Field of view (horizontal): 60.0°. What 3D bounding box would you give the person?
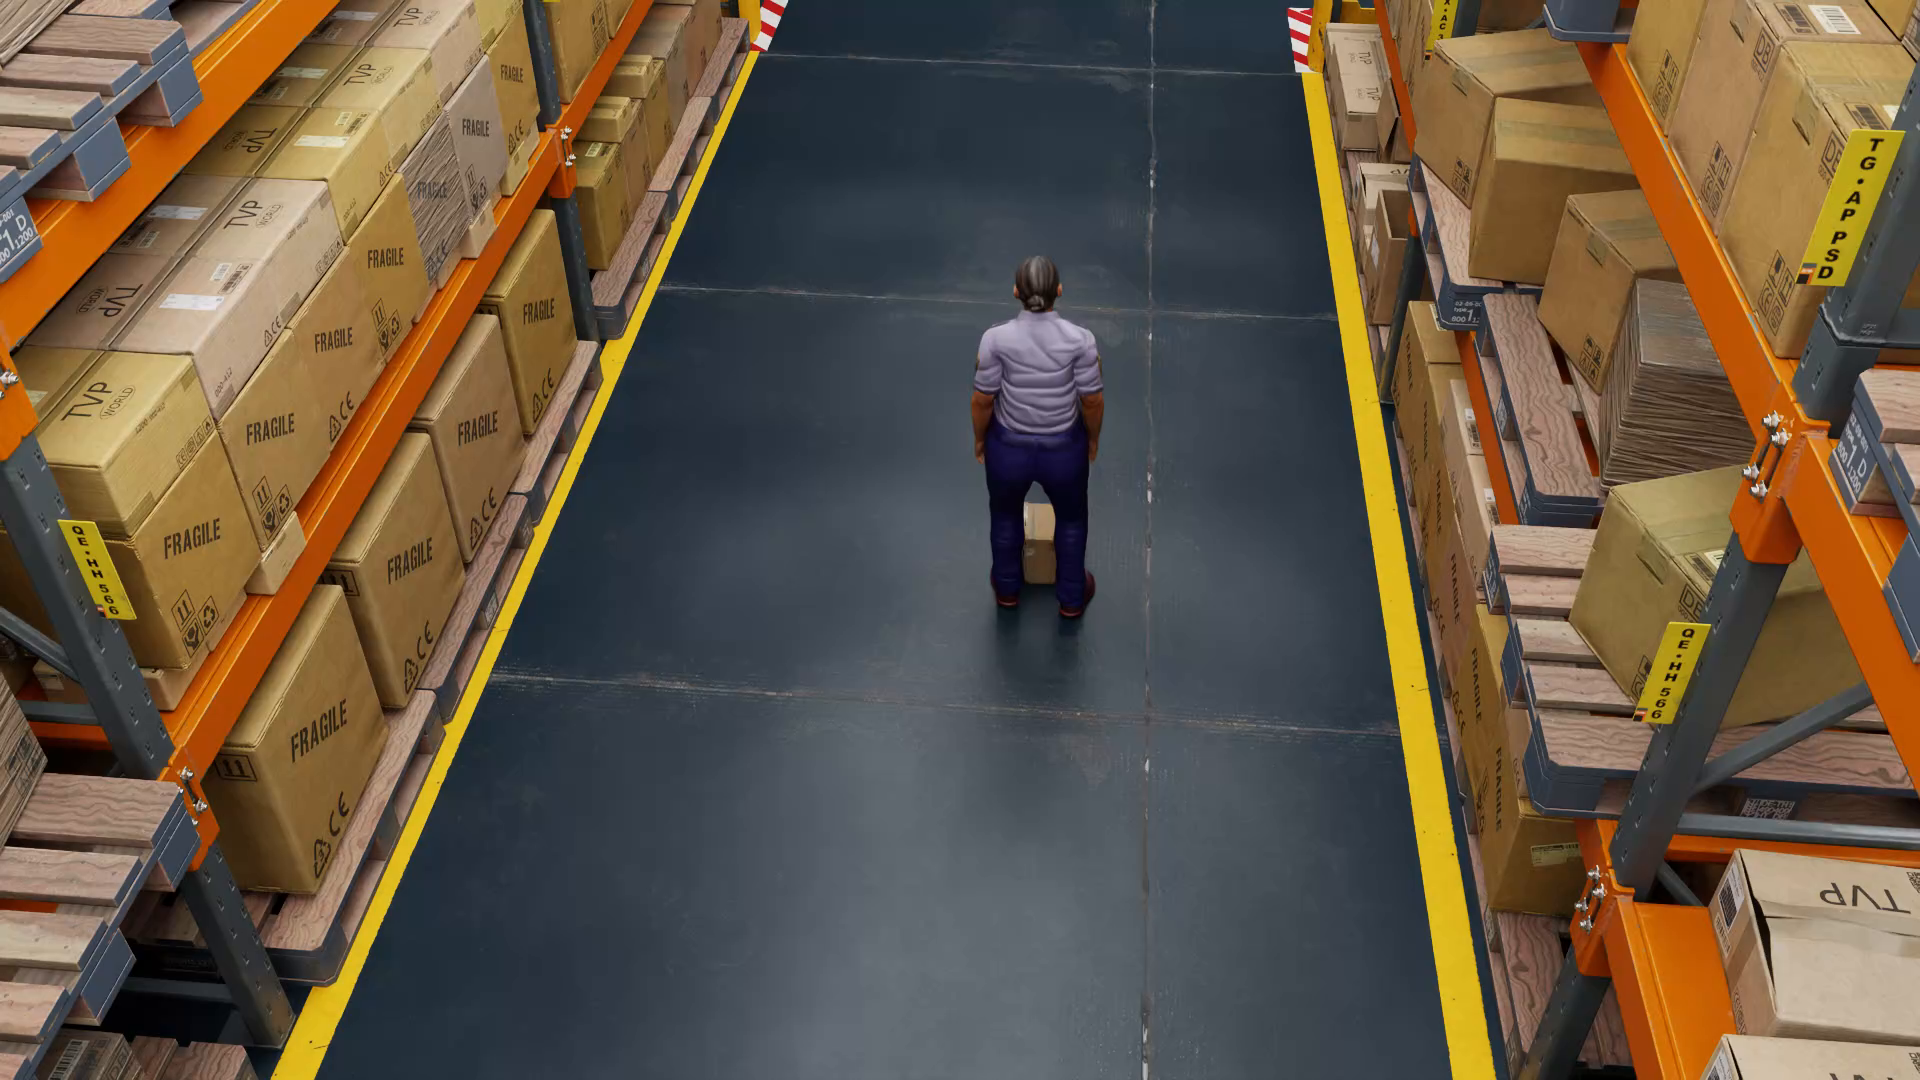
[{"bbox_3d":[0.313,-0.384,6.616,0.539,1.652,0.422,2,40,2],"label":"person"}]
